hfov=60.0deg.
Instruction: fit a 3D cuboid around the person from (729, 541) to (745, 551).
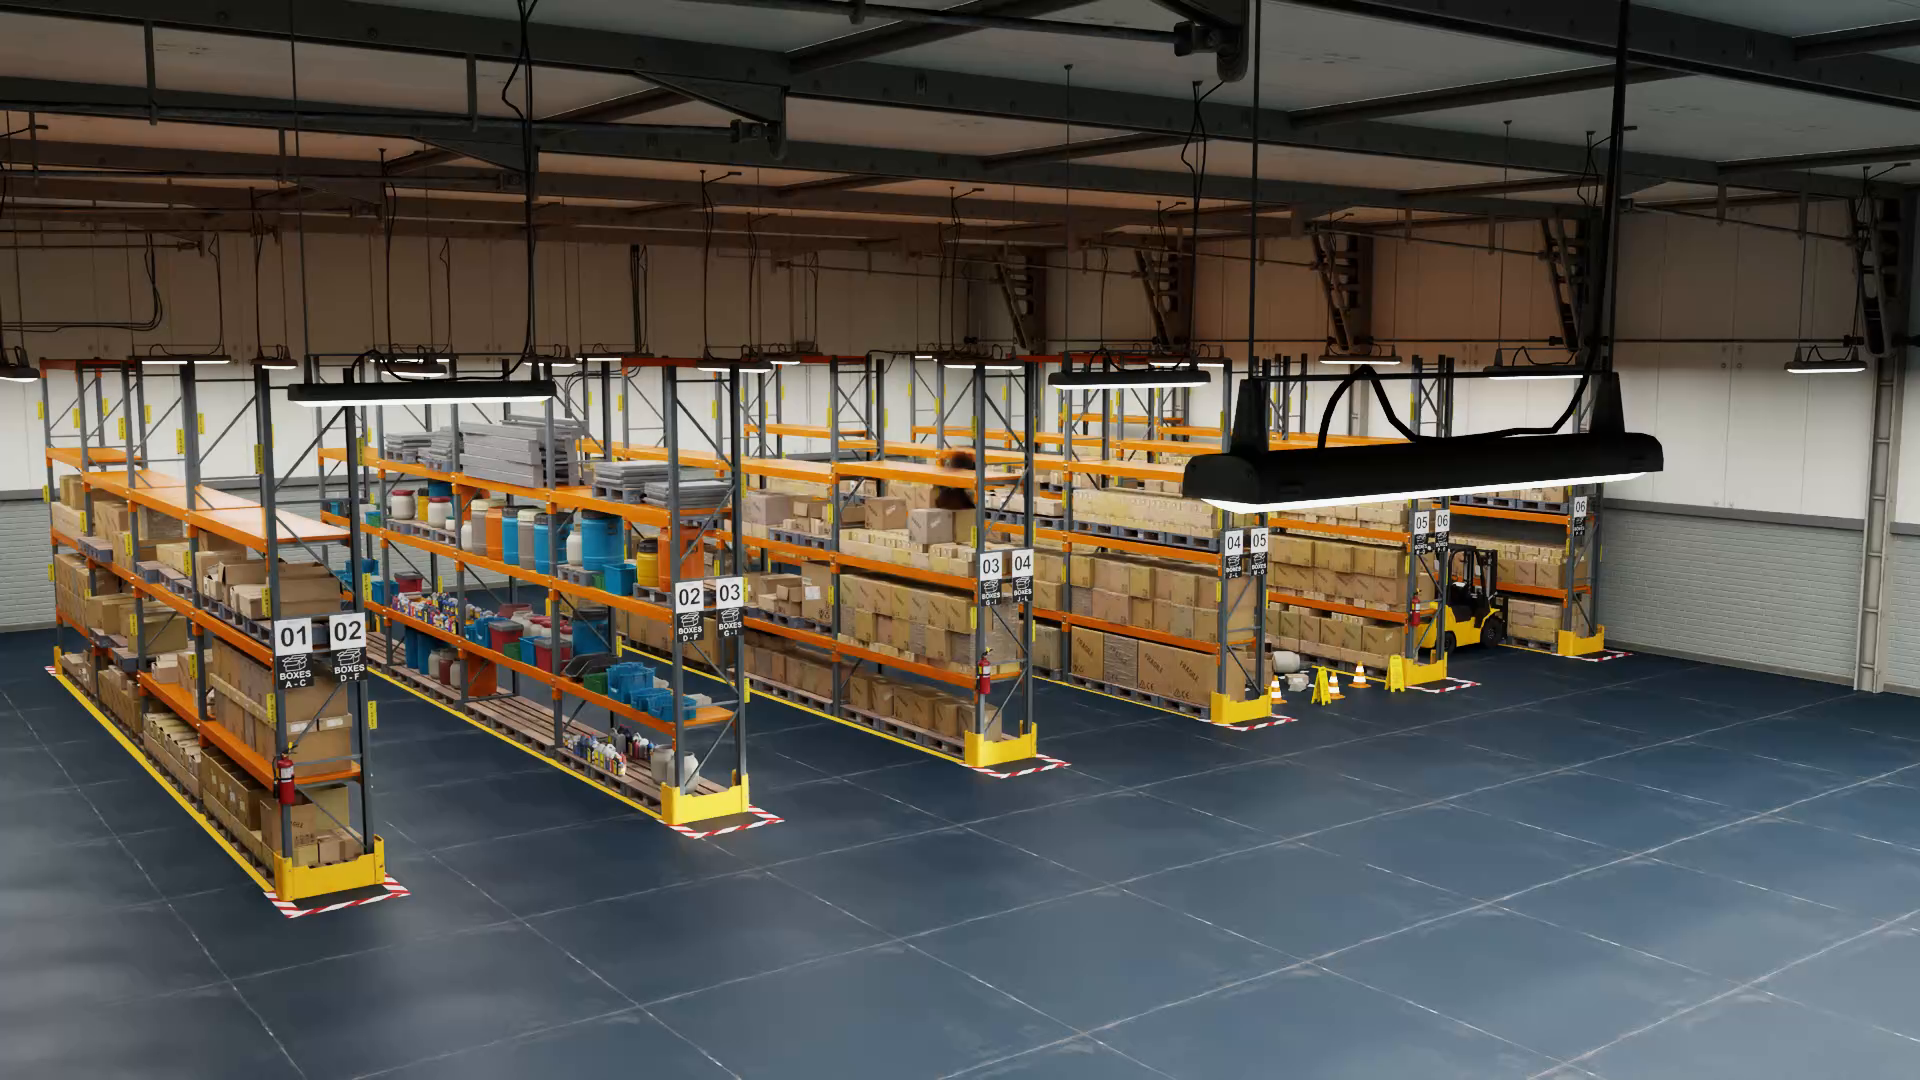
[{"bbox_3d":[-5.502,0.505,41.386,0.792,1.810,0.707,-6,9,-42],"label":"person"}]
